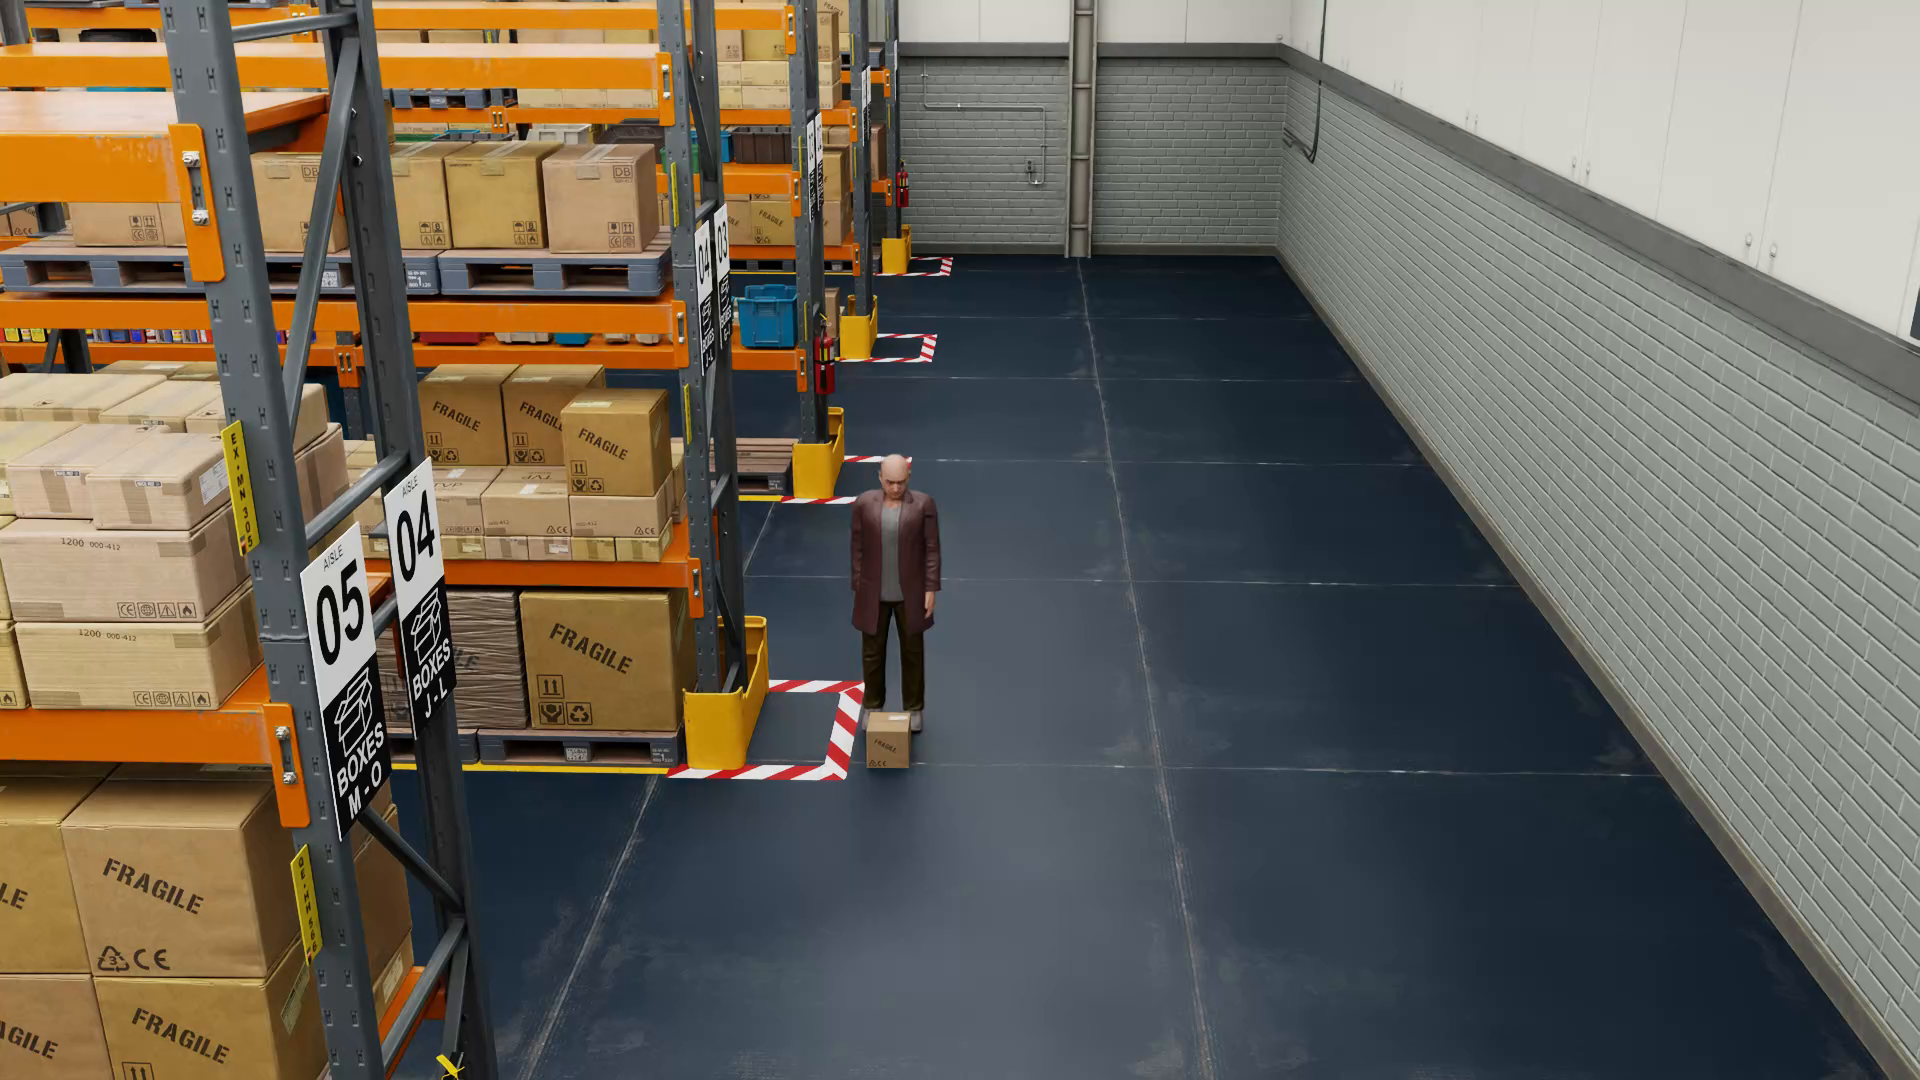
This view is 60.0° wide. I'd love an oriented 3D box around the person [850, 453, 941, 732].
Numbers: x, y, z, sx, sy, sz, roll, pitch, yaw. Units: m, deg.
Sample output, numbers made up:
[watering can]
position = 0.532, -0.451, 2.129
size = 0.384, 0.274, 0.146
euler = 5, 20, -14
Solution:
[person]
position = -0.396, 0.325, 10.243
size = 0.562, 1.773, 0.379
euler = 1, 21, 3
